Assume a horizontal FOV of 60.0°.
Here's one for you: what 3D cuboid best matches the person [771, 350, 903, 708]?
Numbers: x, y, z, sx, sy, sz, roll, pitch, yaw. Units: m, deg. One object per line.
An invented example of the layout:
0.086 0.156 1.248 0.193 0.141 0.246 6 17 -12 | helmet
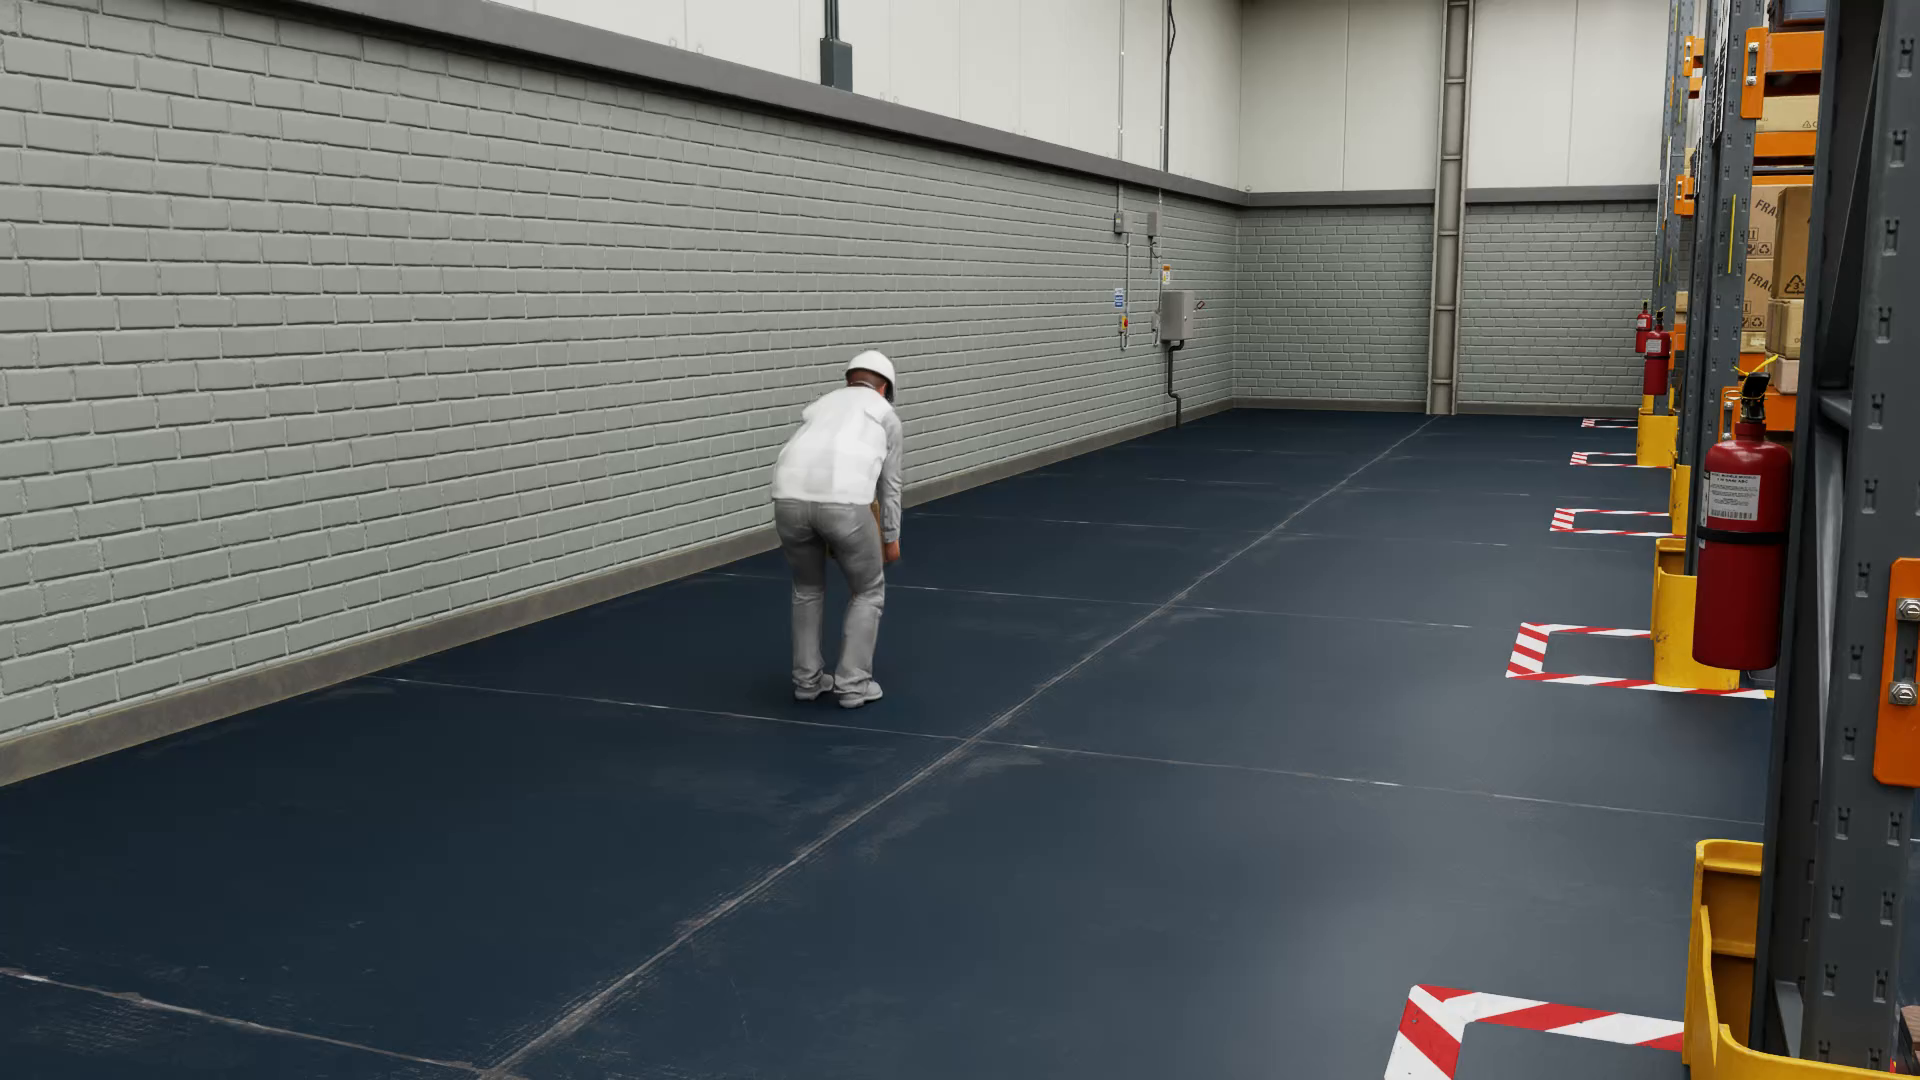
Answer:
-0.488 -0.070 7.222 0.451 1.477 0.870 3 9 20 | person
